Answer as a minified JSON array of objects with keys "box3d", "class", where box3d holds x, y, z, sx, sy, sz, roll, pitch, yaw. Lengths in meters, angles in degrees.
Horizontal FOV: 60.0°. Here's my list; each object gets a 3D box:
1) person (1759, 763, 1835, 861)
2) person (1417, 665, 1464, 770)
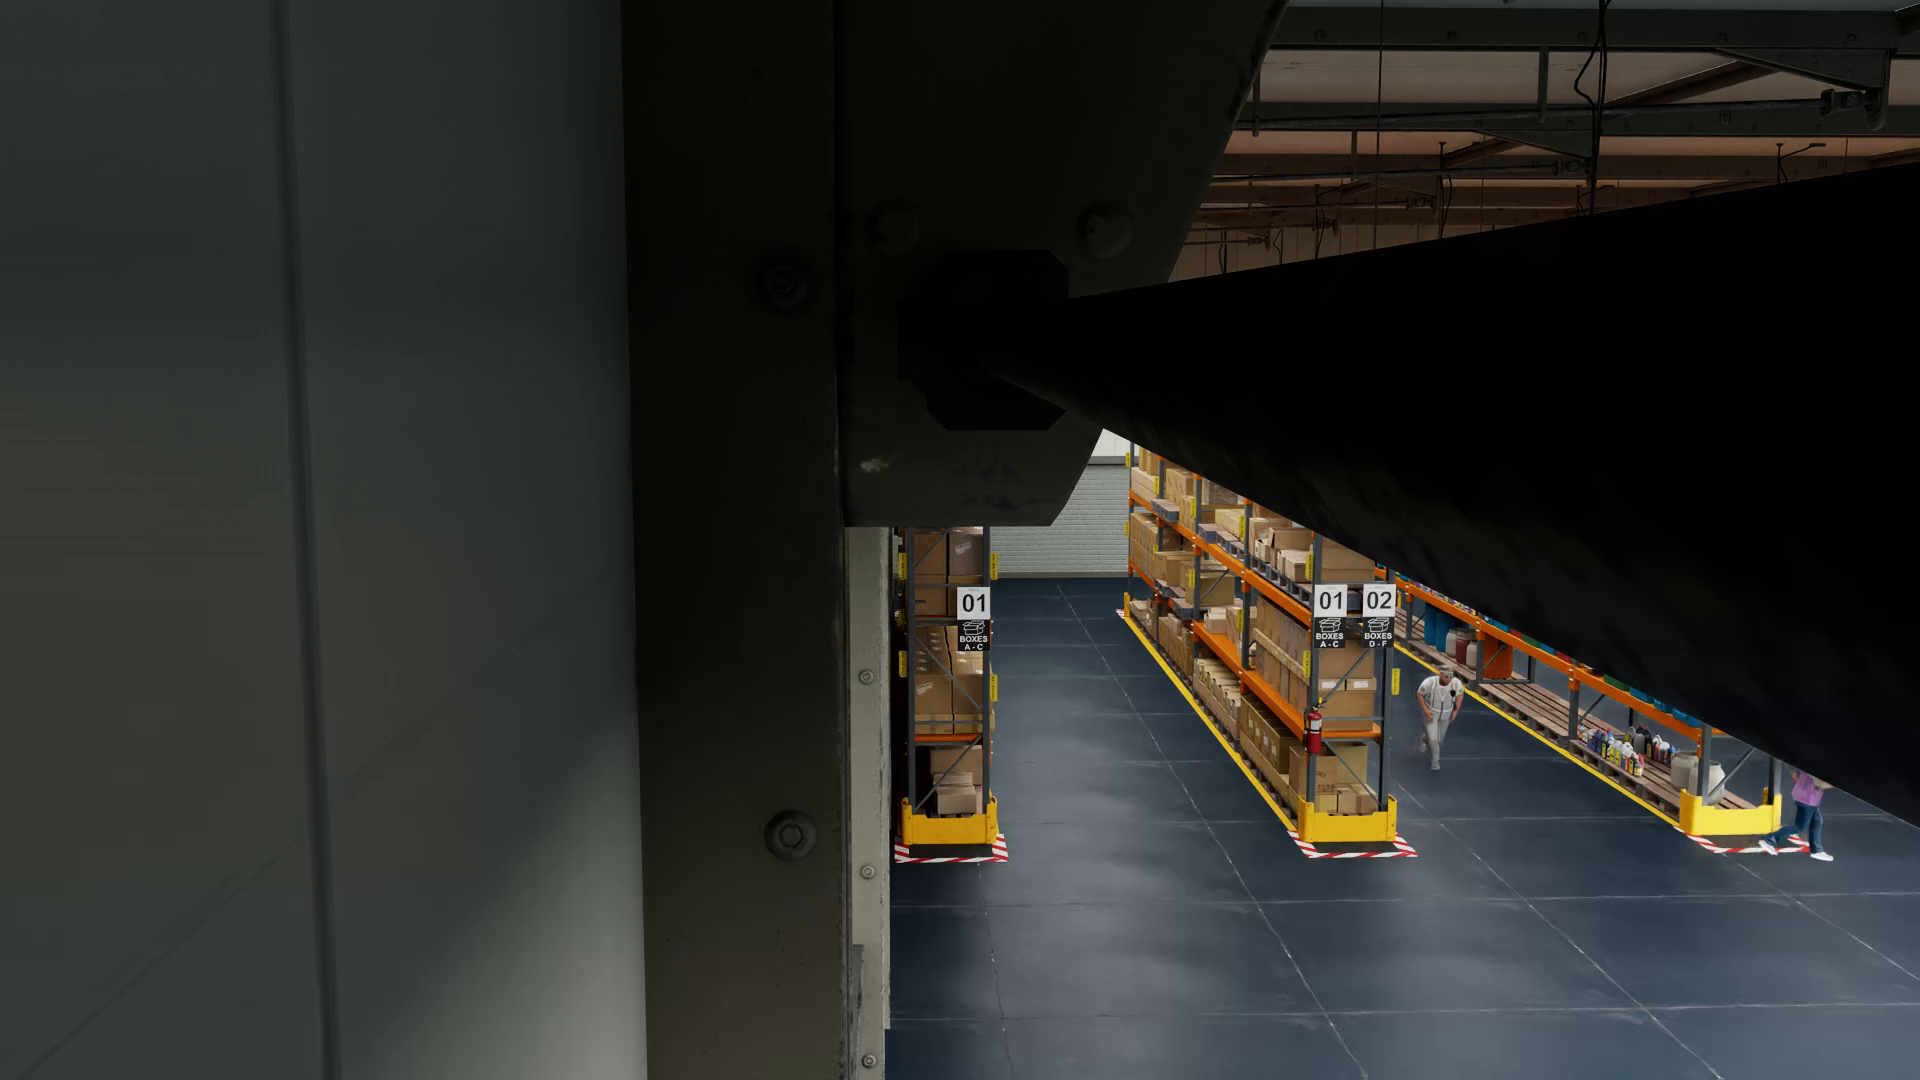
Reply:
[{"box3d":[9.904,3.058,19.513,0.896,1.557,0.571,1,7,8],"class":"person"},{"box3d":[6.872,2.505,23.931,0.667,1.573,0.949,0,7,-3],"class":"person"}]
